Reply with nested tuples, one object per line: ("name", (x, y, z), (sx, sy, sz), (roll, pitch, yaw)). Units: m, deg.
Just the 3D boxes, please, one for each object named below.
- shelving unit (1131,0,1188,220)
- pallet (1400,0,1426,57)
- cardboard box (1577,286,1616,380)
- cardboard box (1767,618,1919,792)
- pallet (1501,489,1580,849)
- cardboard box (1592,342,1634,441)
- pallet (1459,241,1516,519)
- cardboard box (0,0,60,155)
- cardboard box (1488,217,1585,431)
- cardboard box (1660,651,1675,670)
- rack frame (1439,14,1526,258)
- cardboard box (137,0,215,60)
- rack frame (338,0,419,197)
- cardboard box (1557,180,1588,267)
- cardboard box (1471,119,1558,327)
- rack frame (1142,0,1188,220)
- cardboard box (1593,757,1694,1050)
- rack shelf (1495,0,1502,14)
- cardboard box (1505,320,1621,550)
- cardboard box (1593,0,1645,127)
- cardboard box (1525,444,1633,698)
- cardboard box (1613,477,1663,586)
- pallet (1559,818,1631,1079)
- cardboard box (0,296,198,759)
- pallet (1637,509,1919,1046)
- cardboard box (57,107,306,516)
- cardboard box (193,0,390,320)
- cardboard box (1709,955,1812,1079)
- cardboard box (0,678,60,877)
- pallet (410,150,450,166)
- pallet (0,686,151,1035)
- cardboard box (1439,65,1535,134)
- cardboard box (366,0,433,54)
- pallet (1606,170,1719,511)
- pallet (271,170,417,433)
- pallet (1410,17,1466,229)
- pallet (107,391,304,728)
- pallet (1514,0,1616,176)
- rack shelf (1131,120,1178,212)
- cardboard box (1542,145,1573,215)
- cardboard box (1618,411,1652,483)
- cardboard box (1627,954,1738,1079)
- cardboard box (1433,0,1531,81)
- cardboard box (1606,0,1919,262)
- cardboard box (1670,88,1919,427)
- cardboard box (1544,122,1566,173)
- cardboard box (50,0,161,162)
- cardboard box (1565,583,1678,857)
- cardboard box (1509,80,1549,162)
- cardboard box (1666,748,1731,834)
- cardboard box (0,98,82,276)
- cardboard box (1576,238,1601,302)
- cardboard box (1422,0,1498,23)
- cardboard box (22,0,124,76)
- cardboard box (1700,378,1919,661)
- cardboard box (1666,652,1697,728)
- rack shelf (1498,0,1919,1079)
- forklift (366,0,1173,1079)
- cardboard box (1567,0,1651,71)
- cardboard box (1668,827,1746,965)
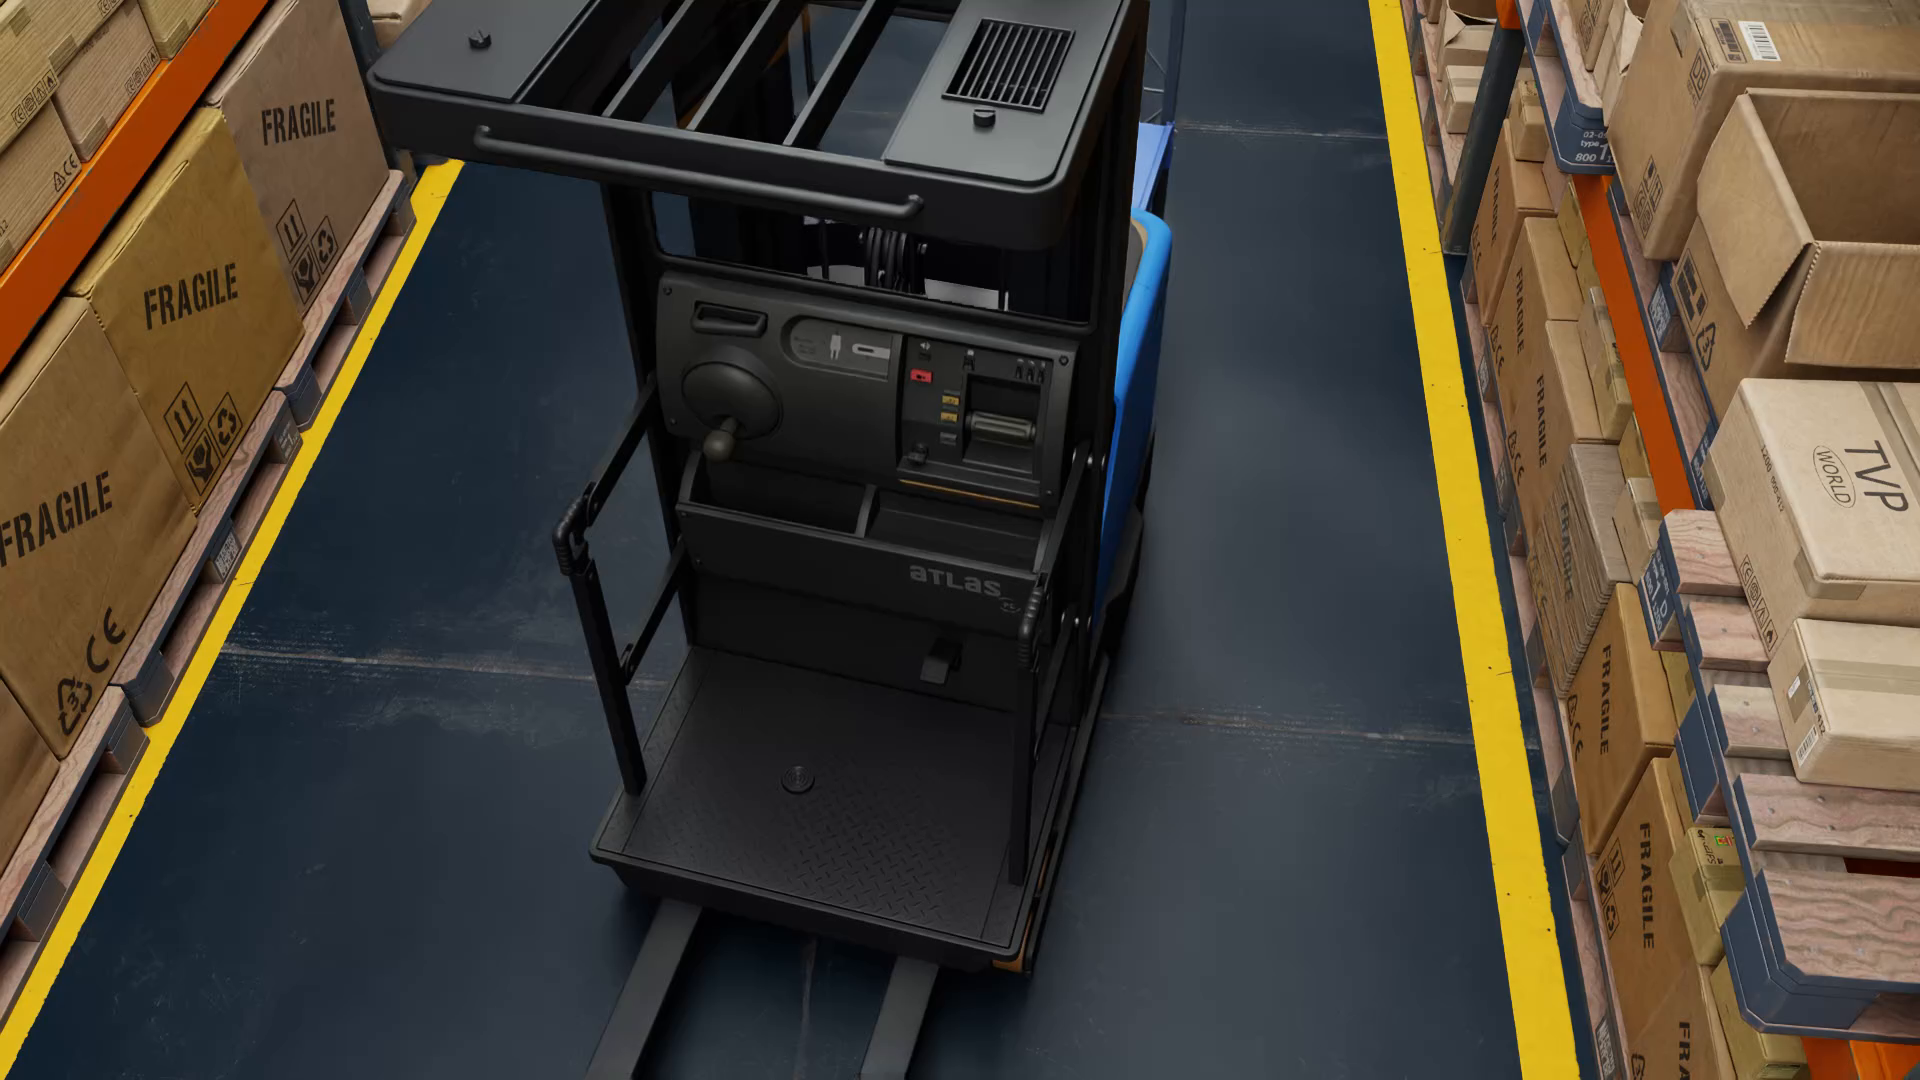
("shelving unit", (0.356, -1.180, 5.313), (0.538, 1.500, 1.048), (11, 49, 10))
("pallet", (2.482, -2.548, 7.438), (1.003, 0.211, 1.213), (4, 48, 4))
("cardboard box", (1.980, -0.576, 4.714), (0.380, 0.149, 0.250), (4, 48, 3))
("cardboard box", (1.623, 0.288, 2.839), (0.380, 0.149, 0.250), (5, 48, 4))
("pallet", (2.164, 0.354, 4.783), (1.003, 0.211, 1.213), (4, 48, 4))
("cardboard box", (1.955, -0.394, 4.547), (0.380, 0.149, 0.250), (5, 48, 5))
("pallet", (2.273, -0.545, 5.605), (1.003, 0.211, 1.213), (4, 48, 4))
("cardboard box", (-2.541, -1.068, 3.957), (0.500, 0.250, 0.500), (5, 48, 4))
("cardboard box", (2.003, -0.652, 5.223), (0.500, 0.500, 0.500), (3, 48, 3))
("cardboard box", (1.891, 0.189, 4.014), (0.380, 0.149, 0.250), (3, 48, 3))
("rack frame", (2.310, -2.086, 5.125), (1.000, 3.000, 0.127), (4, 48, 4))
("cardboard box", (-2.471, -1.646, 4.824), (0.500, 0.250, 0.500), (3, 48, 3))
("rack frame", (-2.634, -2.417, 5.428), (1.000, 3.000, 0.127), (4, 48, 4))
("cardboard box", (2.052, -0.959, 5.064), (0.380, 0.149, 0.250), (2, 48, 2))
("cardboard box", (2.041, -1.044, 5.581), (0.500, 0.500, 0.500), (6, 48, 5))
("rack frame", (0.488, -1.543, 5.645), (0.500, 1.500, 0.032), (11, 49, 10))
("cardboard box", (1.825, 0.863, 3.837), (0.500, 0.500, 0.500), (3, 48, 3))
("rack shelf", (2.492, -3.313, 6.735), (1.077, 0.370, 4.000), (4, 48, 4))
("cardboard box", (1.953, -0.285, 4.888), (0.500, 0.500, 0.500), (3, 48, 2))
("cardboard box", (1.801, -1.187, 4.110), (0.396, 0.266, 0.258), (6, 48, 5))
("cardboard box", (1.899, 0.095, 4.539), (0.500, 0.500, 0.500), (2, 48, 2))
("cardboard box", (1.887, -0.016, 4.202), (0.380, 0.149, 0.250), (2, 48, 2))
("pallet", (2.051, 1.248, 3.965), (1.003, 0.211, 1.213), (4, 48, 4))
("cardboard box", (-2.767, -0.059, 4.427), (0.875, 0.875, 0.875), (4, 48, 4))
("pallet", (1.937, 0.415, 2.967), (1.213, 0.211, 1.003), (4, 48, 4))
("cardboard box", (-2.685, -0.716, 5.028), (0.875, 0.875, 0.875), (5, 48, 5))
("cardboard box", (-2.611, -1.381, 5.635), (0.875, 0.875, 0.875), (5, 48, 5))
("cardboard box", (1.738, 0.956, 3.312), (0.380, 0.149, 0.250), (2, 48, 2))
("cardboard box", (-2.853, 0.596, 3.828), (0.875, 0.875, 0.875), (3, 48, 3))
("pallet", (-2.487, -2.029, 6.963), (1.003, 0.211, 1.213), (4, 48, 4))
("pallet", (-2.851, 0.889, 4.294), (1.003, 0.211, 1.213), (4, 48, 4))
("cardboard box", (2.068, -1.695, 6.415), (0.380, 0.149, 0.250), (3, 48, 2))
("cardboard box", (-2.470, -2.148, 6.634), (0.875, 0.438, 0.875), (3, 48, 3))
("pallet", (2.118, -0.511, 3.815), (1.003, 0.211, 1.213), (4, 48, 4))
("pallet", (-2.629, -0.904, 5.934), (1.003, 0.211, 1.213), (4, 48, 4))
("pallet", (2.373, -1.649, 6.616), (1.003, 0.211, 1.213), (4, 48, 4))
("pallet", (-2.738, -0.005, 5.111), (1.003, 0.211, 1.213), (4, 48, 4))
("pallet", (2.128, -1.441, 4.666), (1.003, 0.211, 1.213), (4, 48, 4))
("rack shelf", (0.356, -1.059, 5.446), (0.538, 0.185, 1.000), (11, 49, 10))
("cardboard box", (2.064, -1.149, 5.237), (0.380, 0.149, 0.250), (3, 48, 2))
("cardboard box", (1.960, -0.193, 4.364), (0.380, 0.149, 0.250), (4, 48, 4))
("cardboard box", (1.769, 1.230, 3.502), (0.500, 0.500, 0.500), (5, 48, 5))
("cardboard box", (2.100, -1.996, 6.611), (0.396, 0.266, 0.258), (5, 48, 5))
("cardboard box", (1.924, -0.964, 3.746), (0.700, 0.500, 0.500), (4, 48, 3))
("cardboard box", (1.910, -0.535, 3.352), (0.797, 0.503, 0.637), (3, 48, 3))
("cardboard box", (2.036, -1.263, 5.141), (0.380, 0.149, 0.250), (2, 48, 2))
("cardboard box", (-2.536, -1.276, 4.486), (0.500, 0.250, 0.500), (3, 48, 2))
("cardboard box", (1.871, 0.478, 4.189), (0.500, 0.500, 0.500), (6, 48, 5))
("cardboard box", (2.012, -1.357, 5.428), (0.380, 0.149, 0.250), (6, 48, 5))
("cardboard box", (1.800, 0.563, 3.672), (0.380, 0.149, 0.250), (2, 48, 2))
("cardboard box", (-2.579, -0.896, 4.139), (0.500, 0.250, 0.500), (4, 48, 4))
("cardboard box", (2.040, -0.757, 4.879), (0.380, 0.149, 0.250), (3, 48, 3))
("cardboard box", (2.313, -2.492, 6.906), (0.700, 0.500, 0.500), (2, 48, 2))
("cardboard box", (-2.511, -1.446, 4.303), (0.500, 0.250, 0.500), (5, 48, 4))
("cardboard box", (1.719, -0.035, 3.066), (0.500, 0.250, 0.500), (2, 48, 2))
("cardboard box", (1.869, 0.372, 3.847), (0.380, 0.149, 0.250), (5, 48, 5))
("rack shelf", (2.127, -0.373, 4.046), (1.077, 0.370, 4.000), (4, 48, 4))
("forklift", (-0.269, -0.218, 3.463), (1.130, 2.935, 3.031), (11, 49, 10))
("cardboard box", (1.995, -1.540, 4.274), (0.700, 0.500, 0.500), (4, 48, 4))
("cardboard box", (1.732, 0.754, 3.498), (0.380, 0.149, 0.250), (2, 48, 2))
